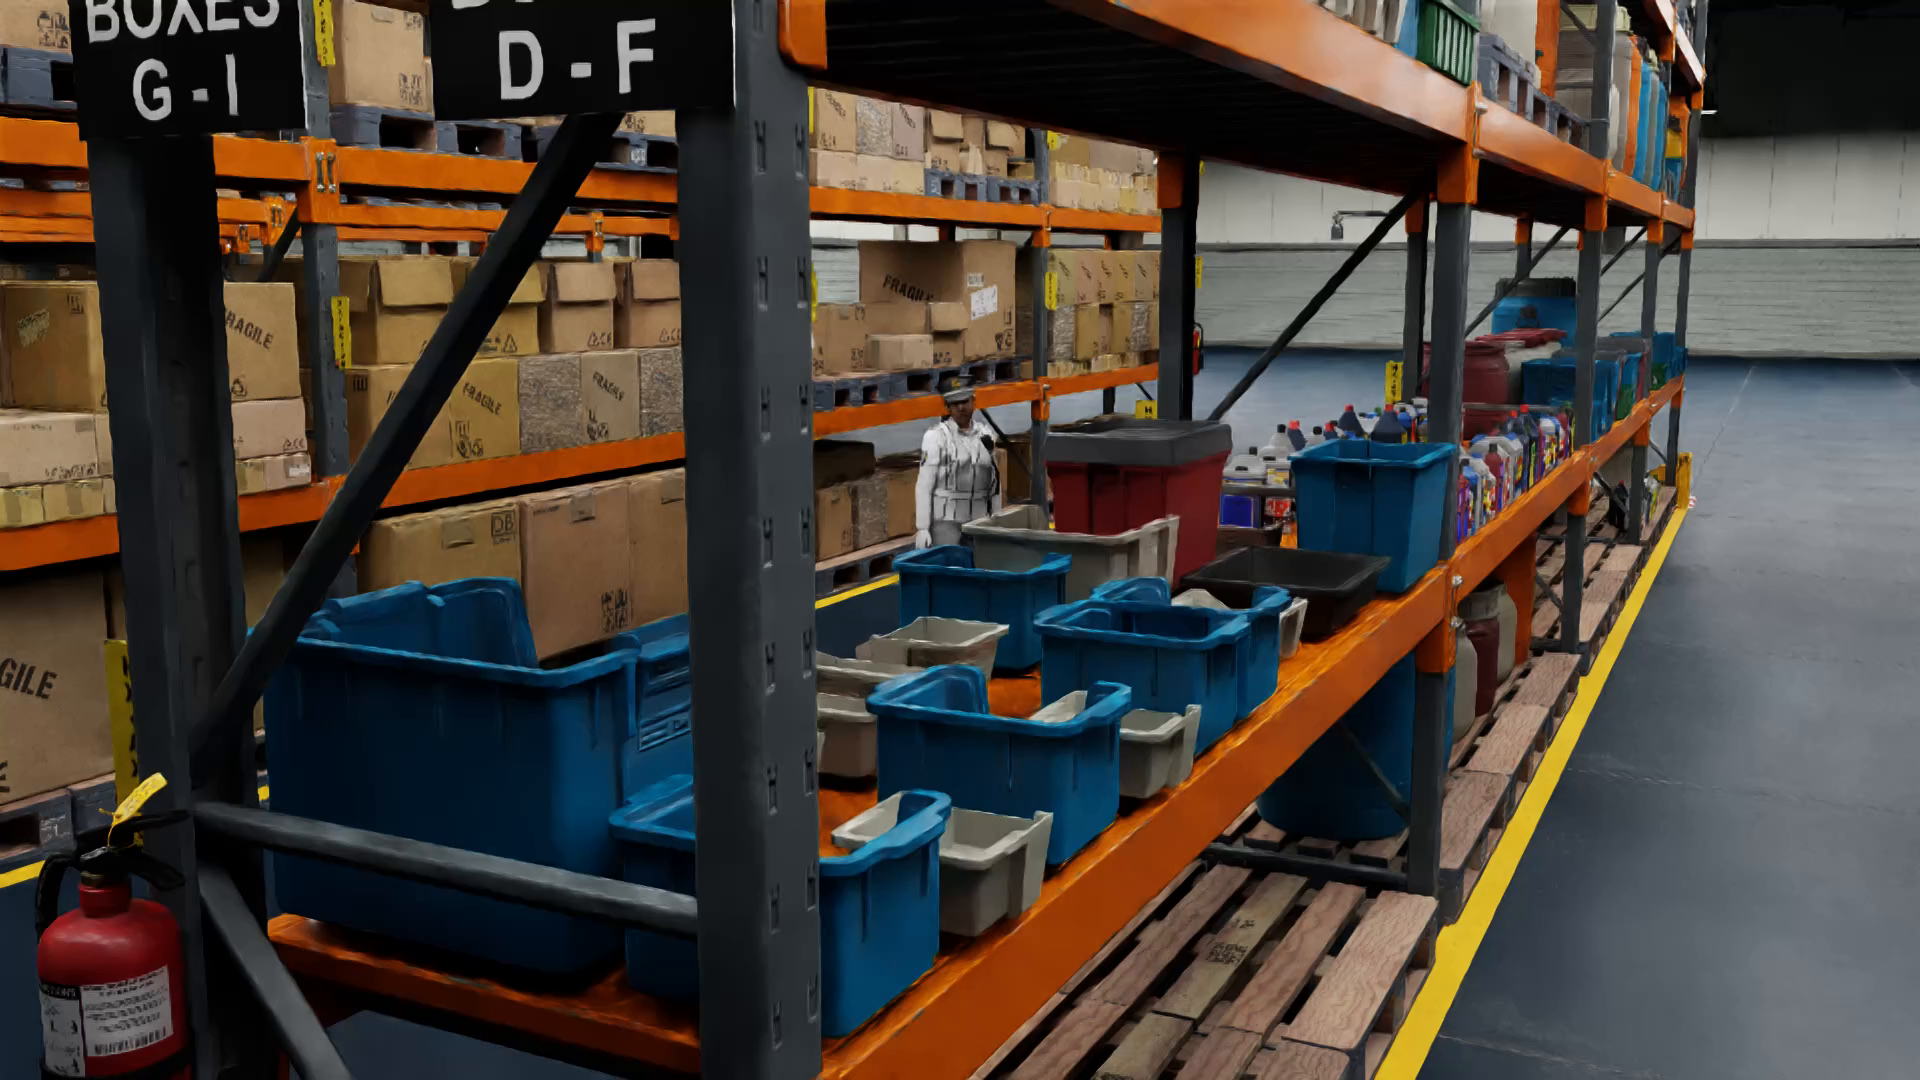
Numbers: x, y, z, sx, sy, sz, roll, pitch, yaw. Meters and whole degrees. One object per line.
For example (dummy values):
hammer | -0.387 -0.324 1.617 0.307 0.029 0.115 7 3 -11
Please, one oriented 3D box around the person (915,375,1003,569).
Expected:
person | 0.013 -0.069 9.113 0.569 1.673 0.533 -7 11 -37
